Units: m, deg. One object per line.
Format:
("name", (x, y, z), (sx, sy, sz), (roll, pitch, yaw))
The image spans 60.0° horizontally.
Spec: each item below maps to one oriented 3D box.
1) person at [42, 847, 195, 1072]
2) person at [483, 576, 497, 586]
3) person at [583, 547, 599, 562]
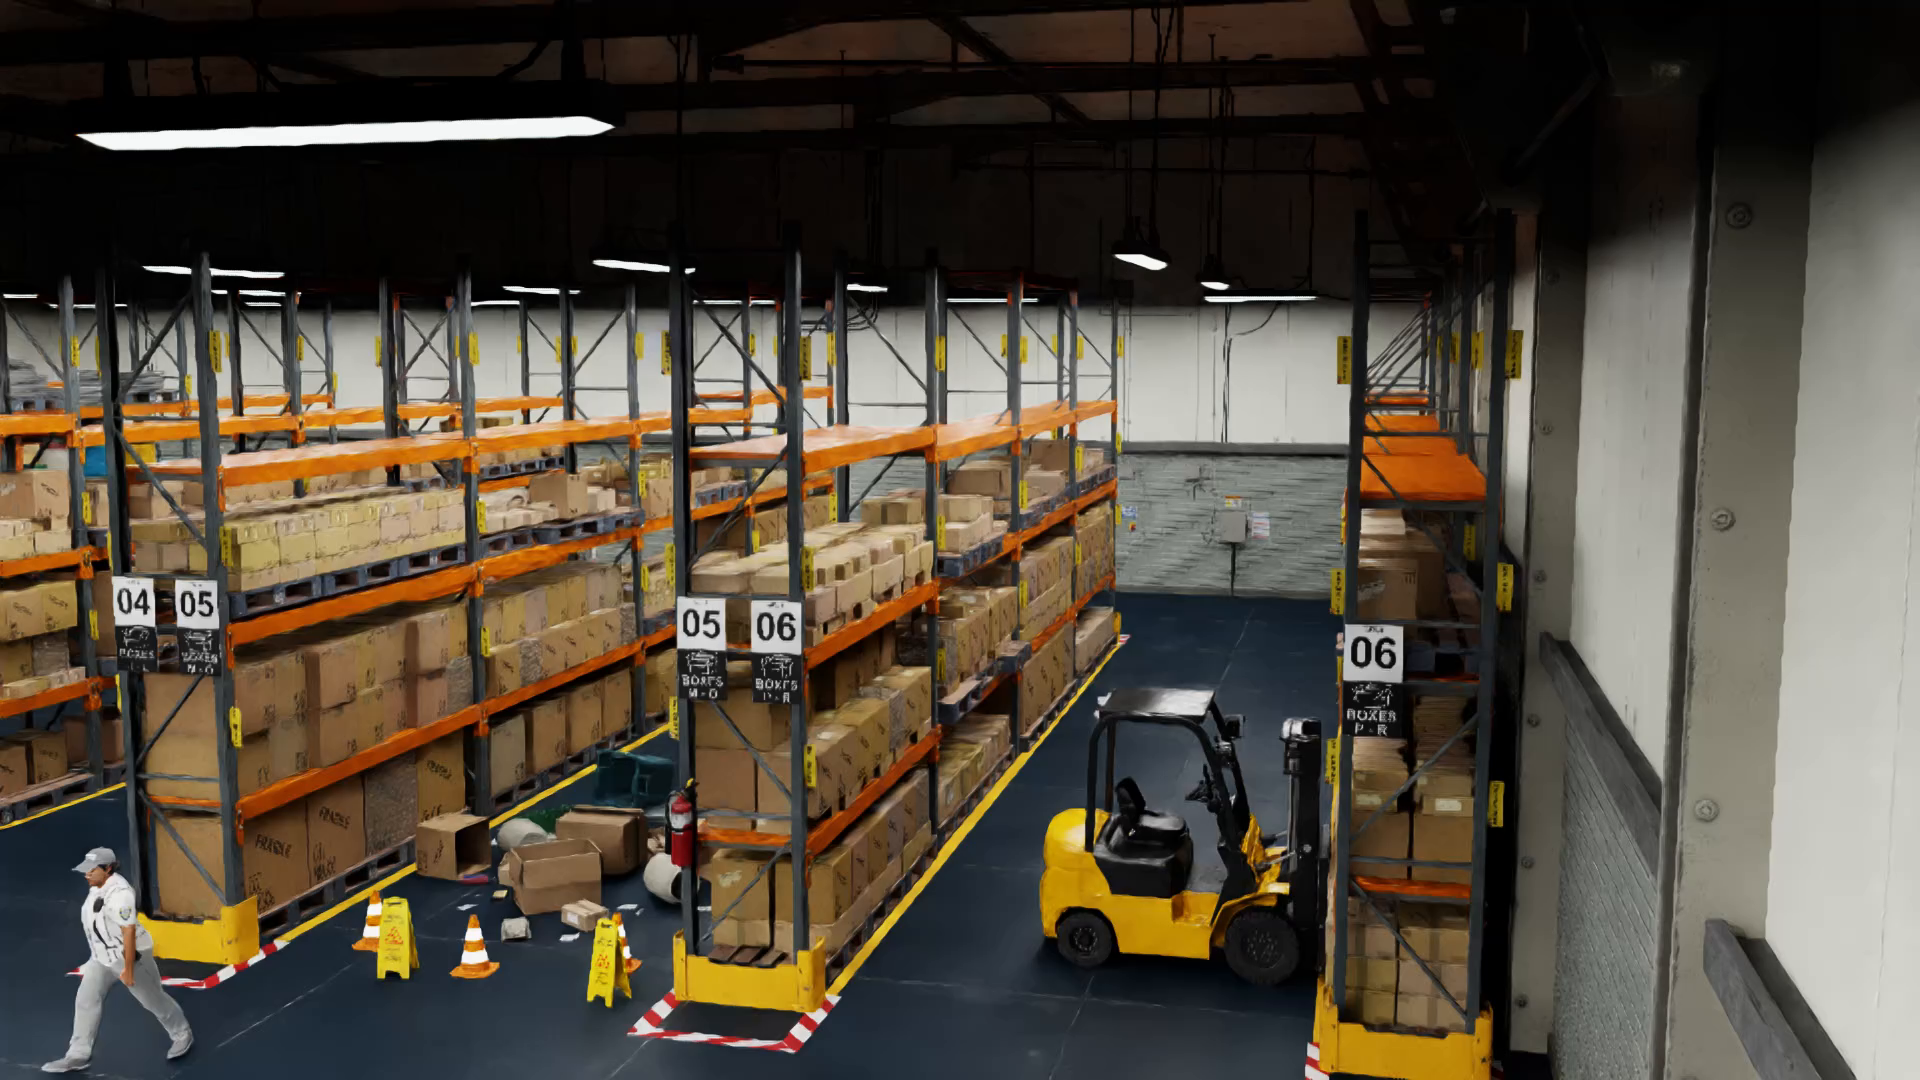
("person", (-5.968, 2.941, 11.773), (0.520, 1.612, 0.934), (5, 9, 37))
("person", (-6.719, 1.376, 23.970), (0.463, 1.731, 0.598), (-1, 7, -11))
("person", (-7.099, 0.455, 32.097), (0.356, 1.592, 0.515), (-2, 7, -15))
